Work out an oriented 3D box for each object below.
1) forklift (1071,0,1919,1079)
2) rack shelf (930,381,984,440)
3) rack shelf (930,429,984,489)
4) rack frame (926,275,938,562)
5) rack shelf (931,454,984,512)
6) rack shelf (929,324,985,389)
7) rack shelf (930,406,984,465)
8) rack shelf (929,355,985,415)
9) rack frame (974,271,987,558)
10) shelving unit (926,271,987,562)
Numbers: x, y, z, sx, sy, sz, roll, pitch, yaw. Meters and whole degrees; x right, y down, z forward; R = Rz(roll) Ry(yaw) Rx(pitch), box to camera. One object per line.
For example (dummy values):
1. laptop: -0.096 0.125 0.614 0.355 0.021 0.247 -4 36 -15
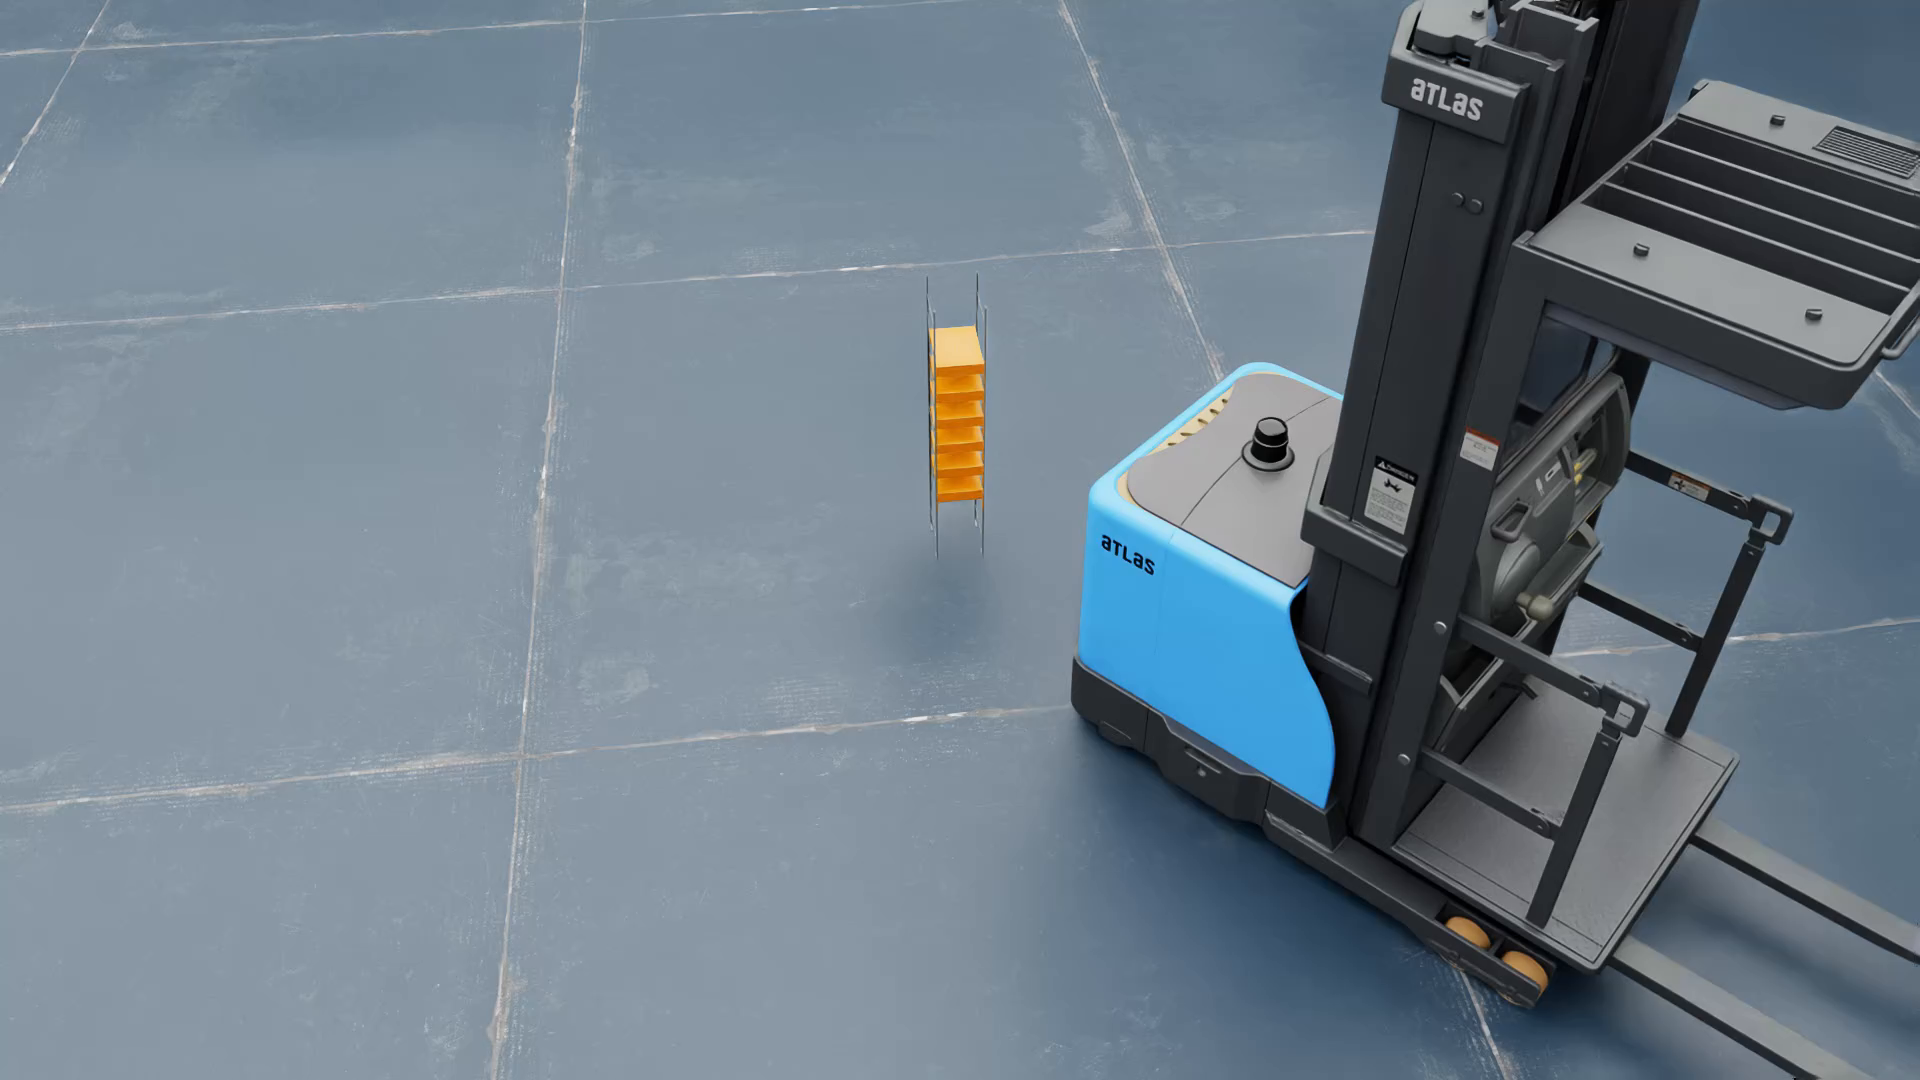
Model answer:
1. forklift: 1.842 -0.052 4.620 3.031 2.935 1.130 30 50 29
2. rack shelf: -0.014 -0.500 6.296 0.180 0.103 0.258 -5 42 -6
3. rack shelf: -0.014 -0.322 6.457 0.180 0.103 0.258 -5 42 -6
4. rack frame: -0.105 -0.436 6.338 0.006 1.200 0.240 -5 42 -6
5. rack shelf: -0.014 -0.233 6.537 0.180 0.103 0.258 -5 42 -6
6. rack shelf: -0.014 -0.679 6.135 0.180 0.103 0.258 -5 42 -6
7. rack shelf: -0.014 -0.411 6.376 0.180 0.103 0.258 -5 42 -6
8. rack shelf: -0.014 -0.589 6.216 0.180 0.103 0.258 -5 42 -6
9. rack frame: 0.076 -0.452 6.356 0.006 1.200 0.240 -5 42 -6
10. shelving unit: -0.014 -0.444 6.347 0.189 1.200 0.258 -5 42 -6
